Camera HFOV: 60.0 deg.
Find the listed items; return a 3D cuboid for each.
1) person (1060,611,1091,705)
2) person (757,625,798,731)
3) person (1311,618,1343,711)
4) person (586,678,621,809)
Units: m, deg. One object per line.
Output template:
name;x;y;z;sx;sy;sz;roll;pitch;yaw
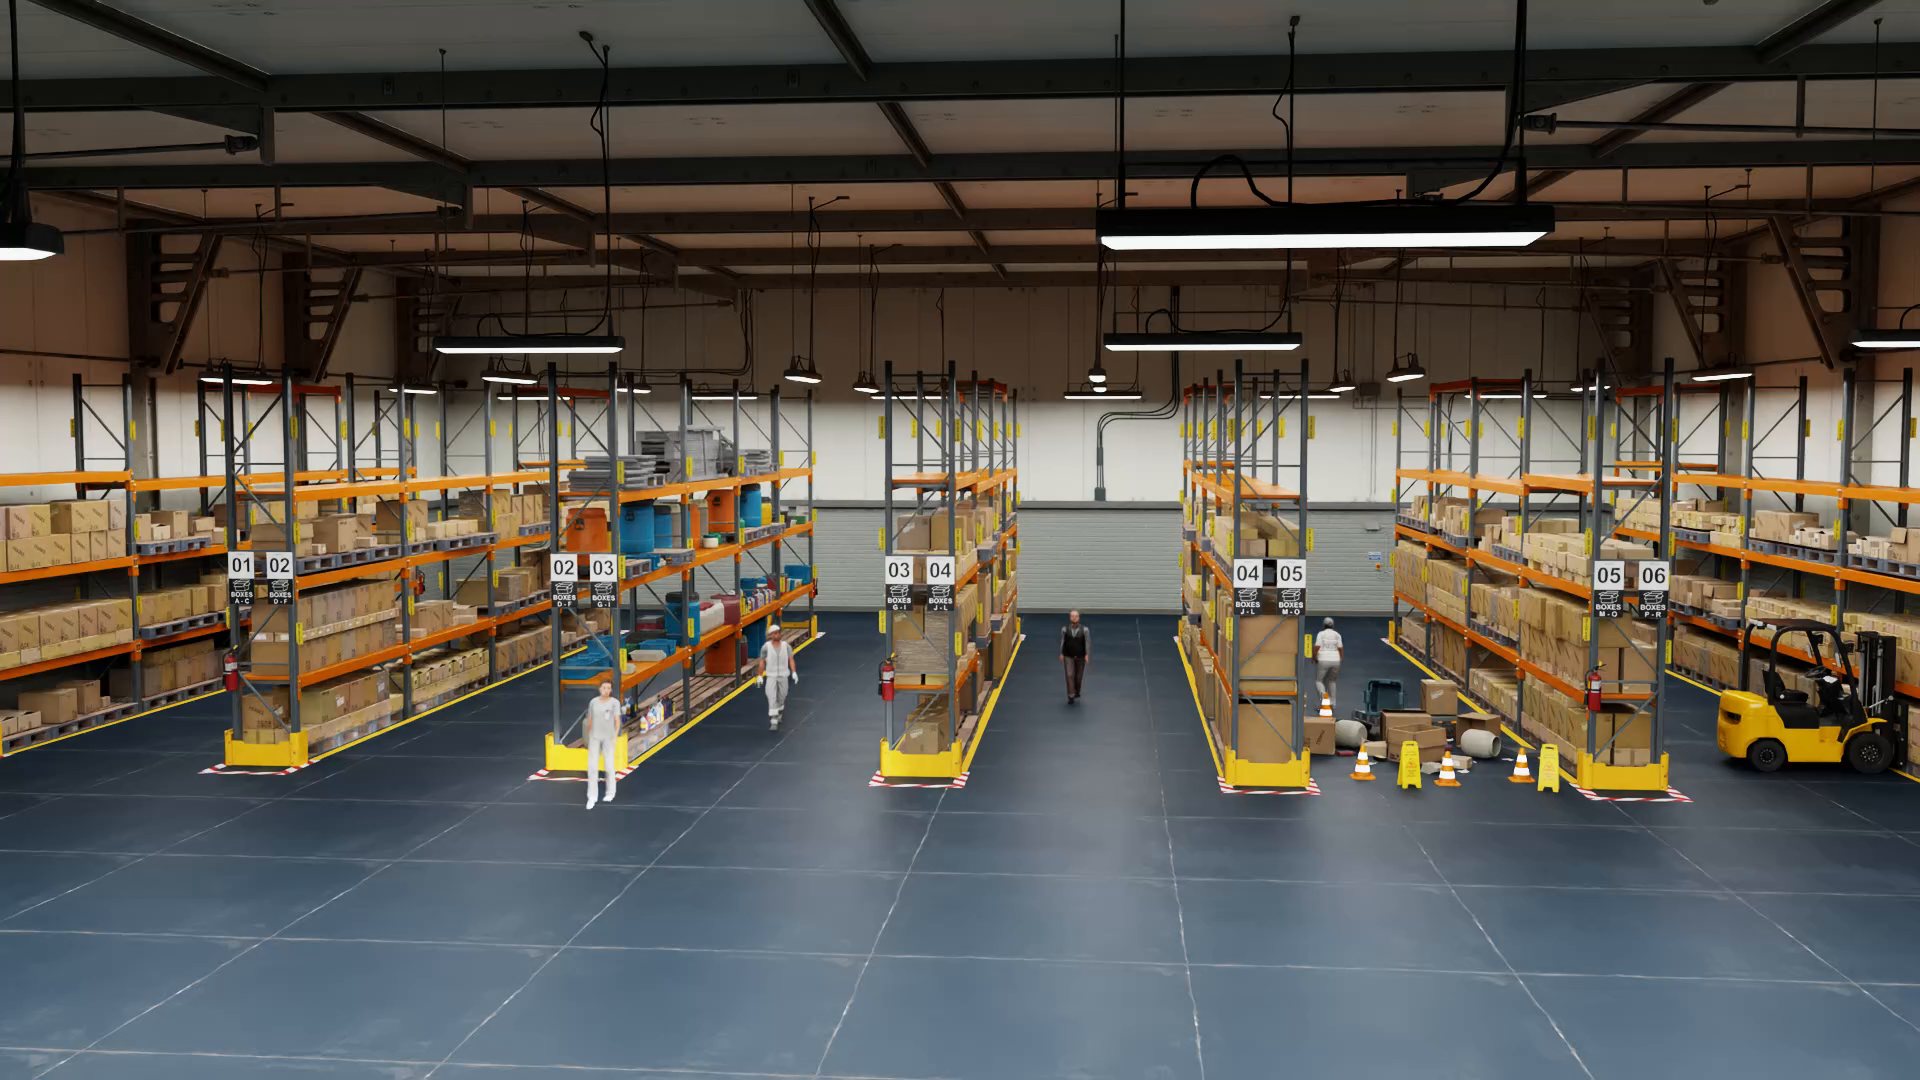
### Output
person;2.128;2.144;30.529;0.546;1.661;1.079;0;4;-3
person;-3.049;2.285;27.777;0.670;1.719;1.066;-1;4;-12
person;6.624;2.231;29.862;0.541;1.652;0.642;-1;4;-10
person;-4.799;2.716;22.294;0.464;1.692;0.676;0;4;-1
